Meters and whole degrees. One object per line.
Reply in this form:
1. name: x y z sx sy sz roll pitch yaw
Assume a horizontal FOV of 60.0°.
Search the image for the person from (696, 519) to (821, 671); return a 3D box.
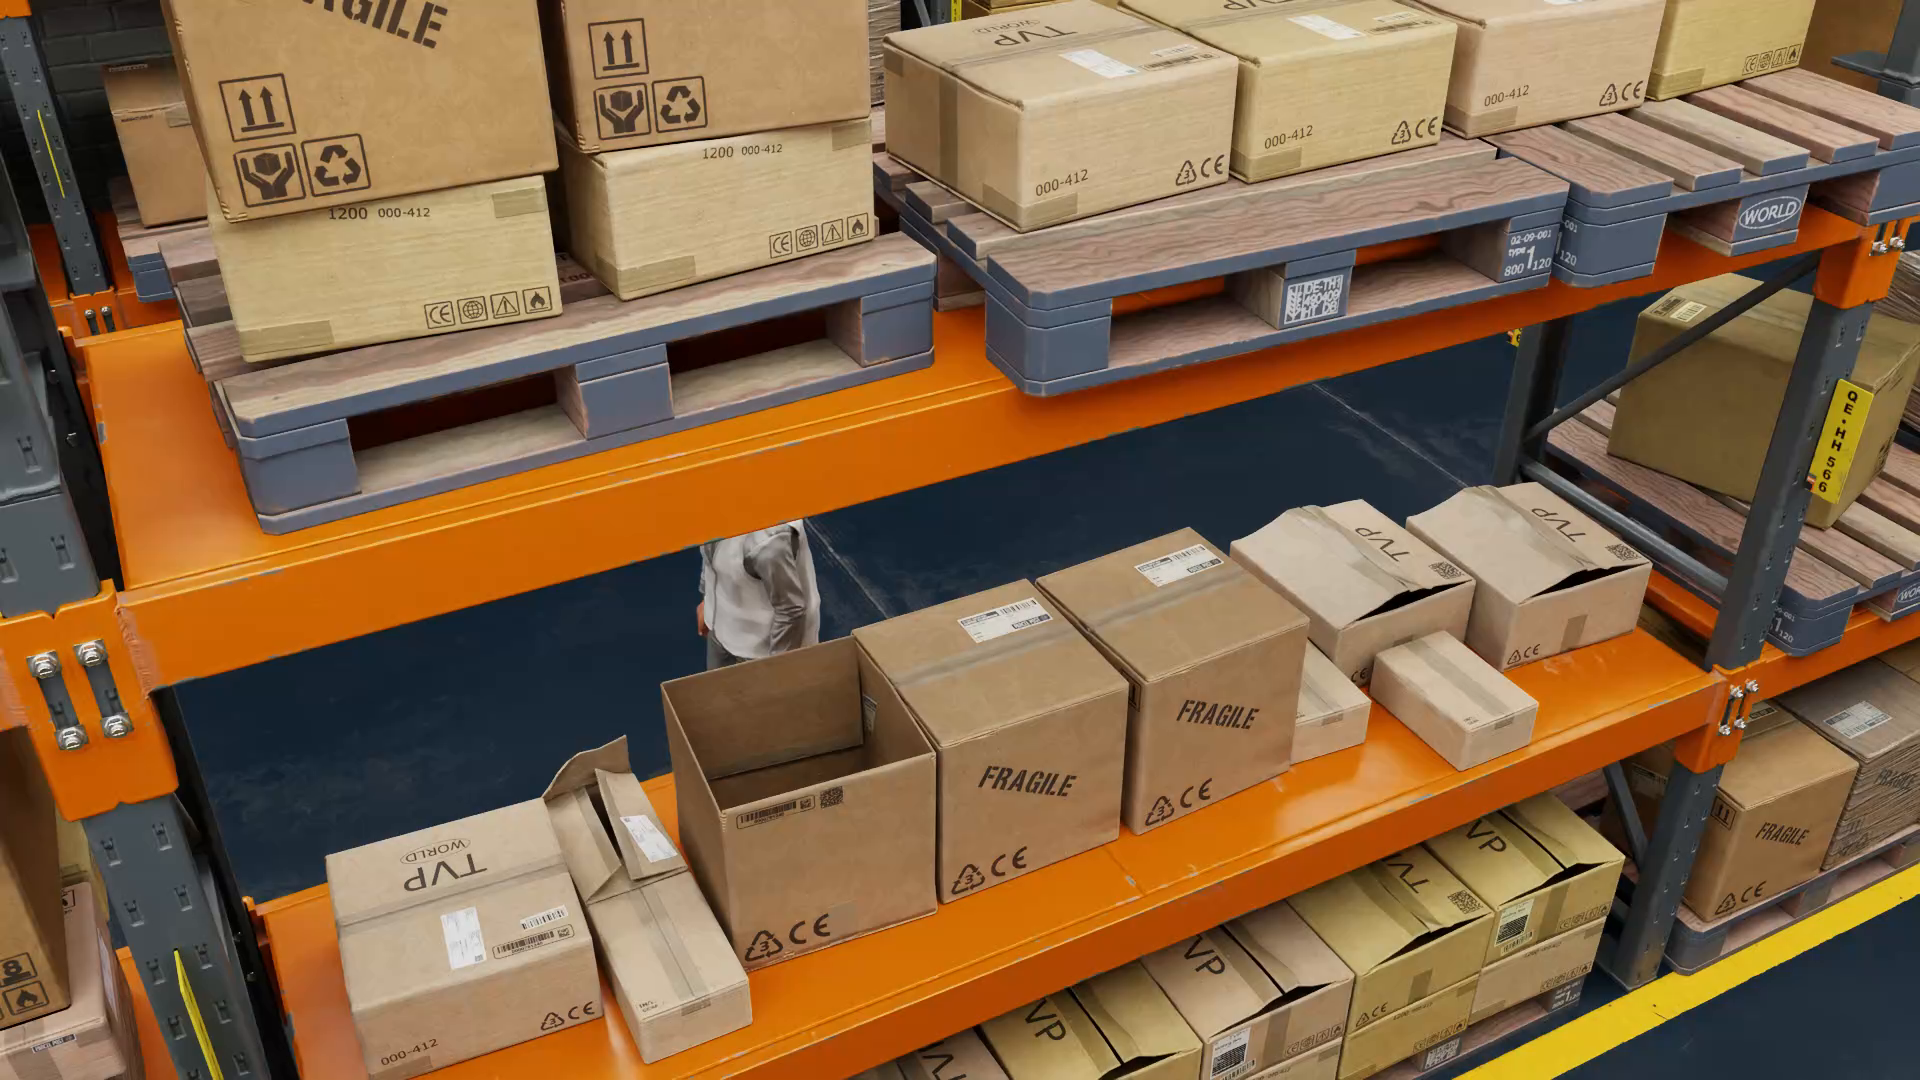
1. person: -0.716 0.316 5.624 0.464 1.771 0.594 -18 37 -26
